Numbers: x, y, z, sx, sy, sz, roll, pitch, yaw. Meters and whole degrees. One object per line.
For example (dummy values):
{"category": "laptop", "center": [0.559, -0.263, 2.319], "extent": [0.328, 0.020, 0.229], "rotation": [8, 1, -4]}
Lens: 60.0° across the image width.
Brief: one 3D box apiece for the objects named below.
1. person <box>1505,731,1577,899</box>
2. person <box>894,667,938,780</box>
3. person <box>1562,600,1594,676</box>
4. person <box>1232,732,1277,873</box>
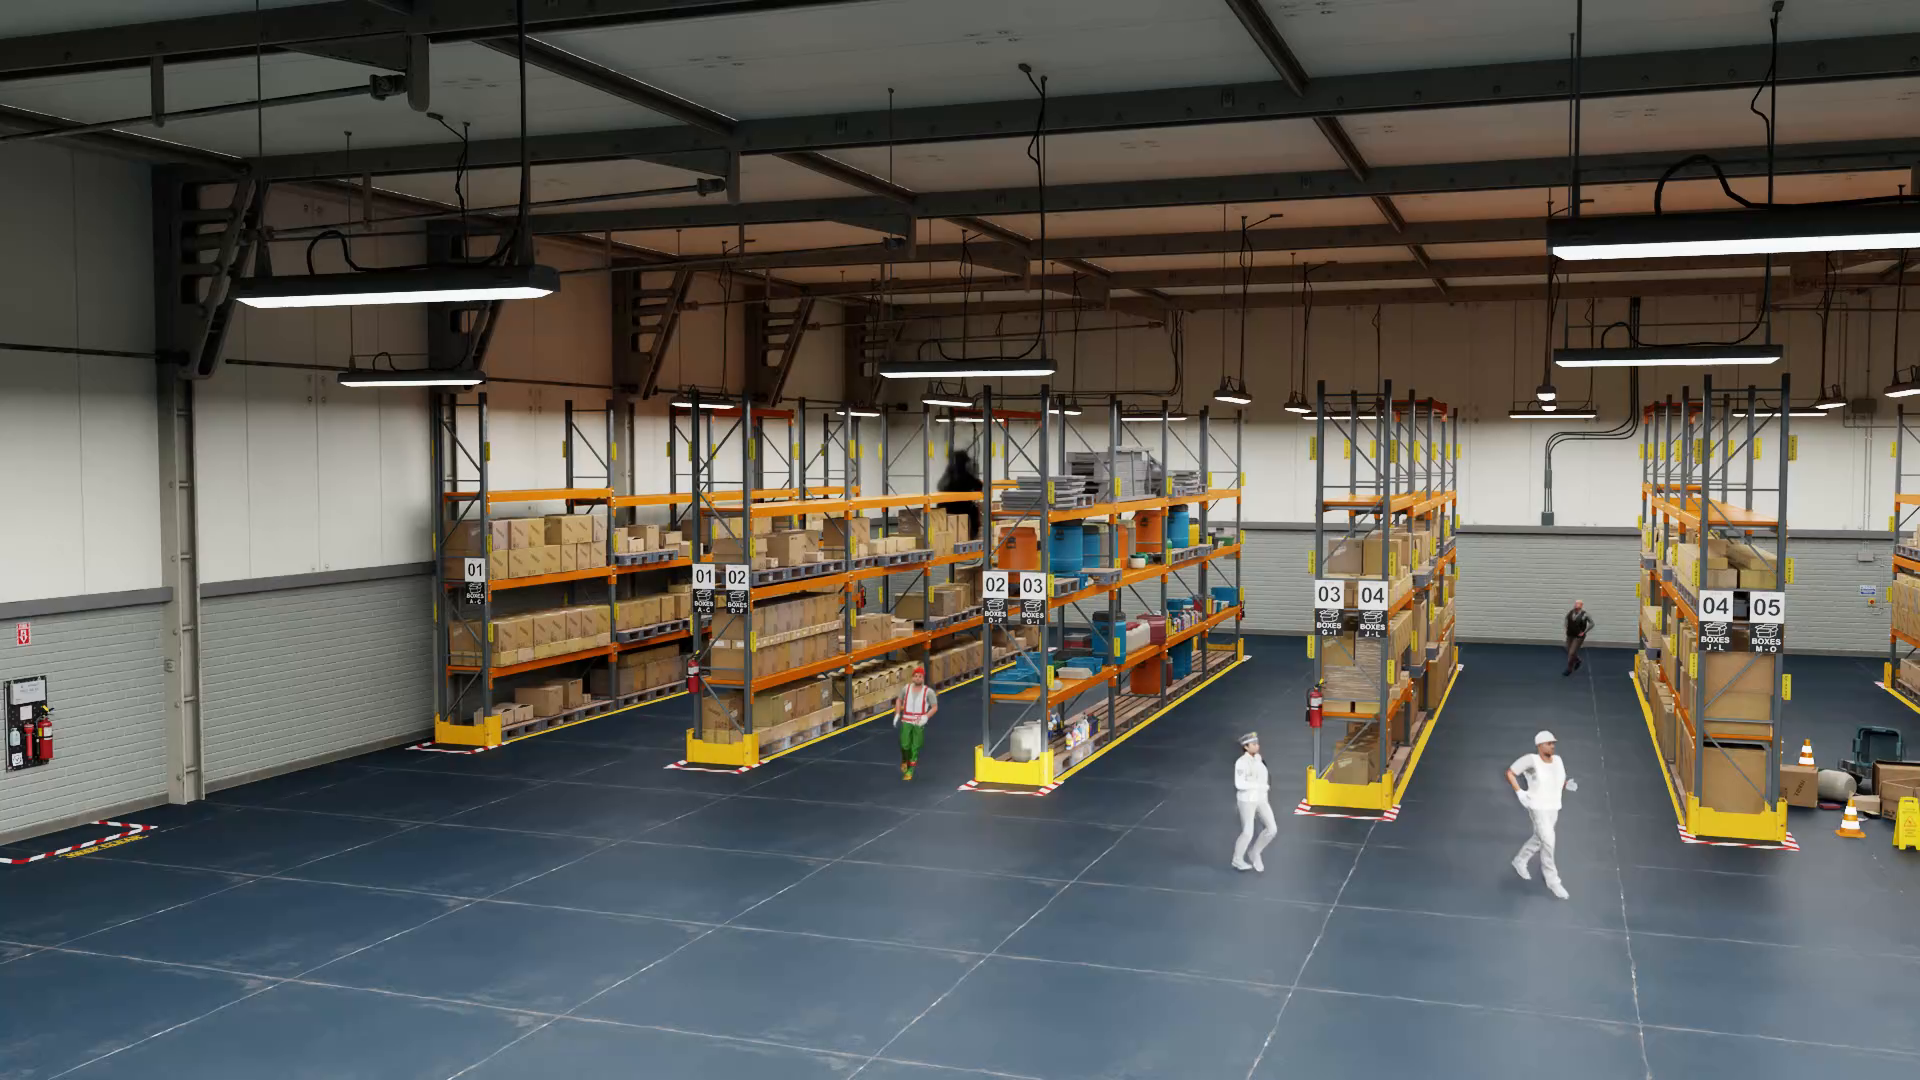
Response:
{"category": "person", "center": [6.657, 3.083, 18.988], "extent": [0.670, 1.817, 0.914], "rotation": [-2, 3, -30]}
{"category": "person", "center": [-0.681, 2.797, 25.249], "extent": [0.684, 1.724, 0.557], "rotation": [0, 3, 5]}
{"category": "person", "center": [13.822, 2.179, 37.198], "extent": [0.831, 1.712, 0.669], "rotation": [-2, 4, -38]}
{"category": "person", "center": [3.510, 3.111, 19.695], "extent": [0.606, 1.694, 0.645], "rotation": [-2, 4, -37]}
